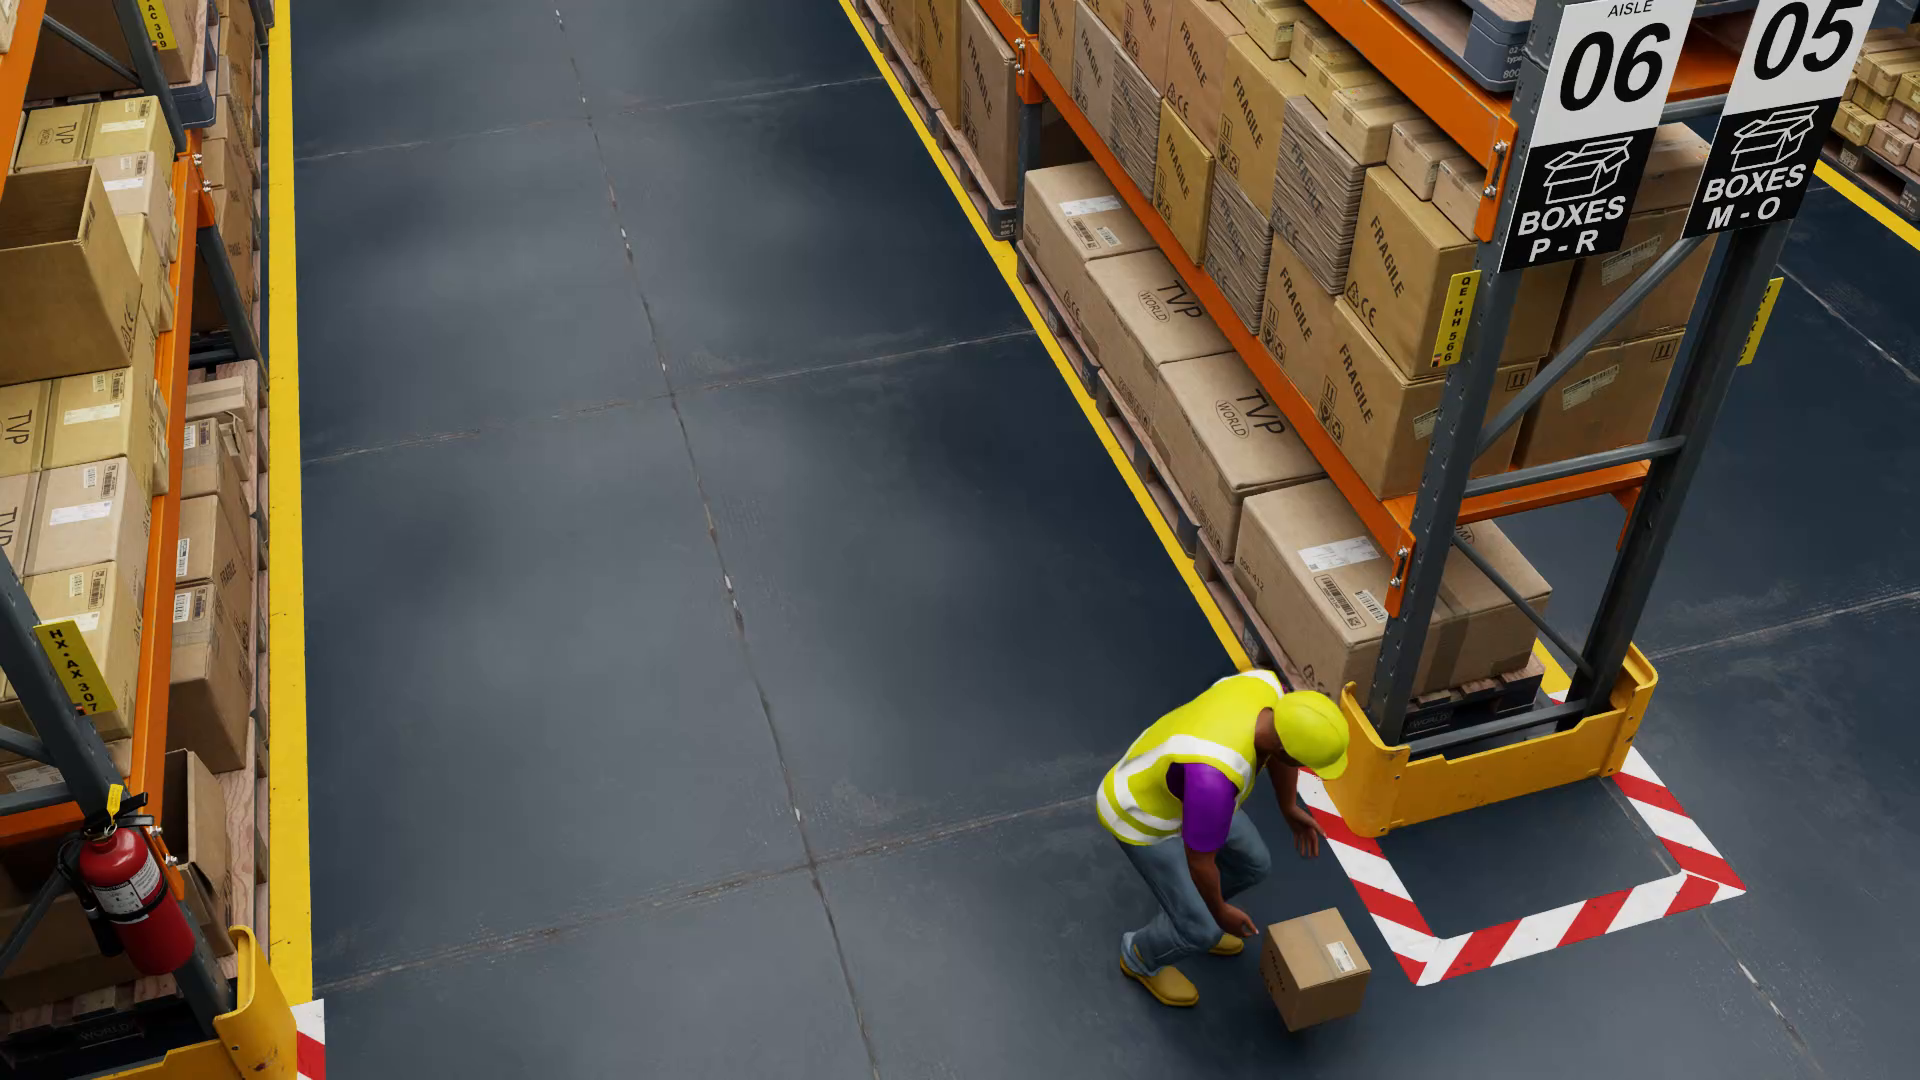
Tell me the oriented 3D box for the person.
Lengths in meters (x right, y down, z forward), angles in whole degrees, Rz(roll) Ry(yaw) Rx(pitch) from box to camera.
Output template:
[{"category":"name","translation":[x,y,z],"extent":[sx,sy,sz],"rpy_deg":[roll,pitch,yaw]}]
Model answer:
[{"category":"person","translation":[0.823,0.911,5.358],"extent":[0.727,1.462,0.630],"rpy_deg":[26,48,26]}]
